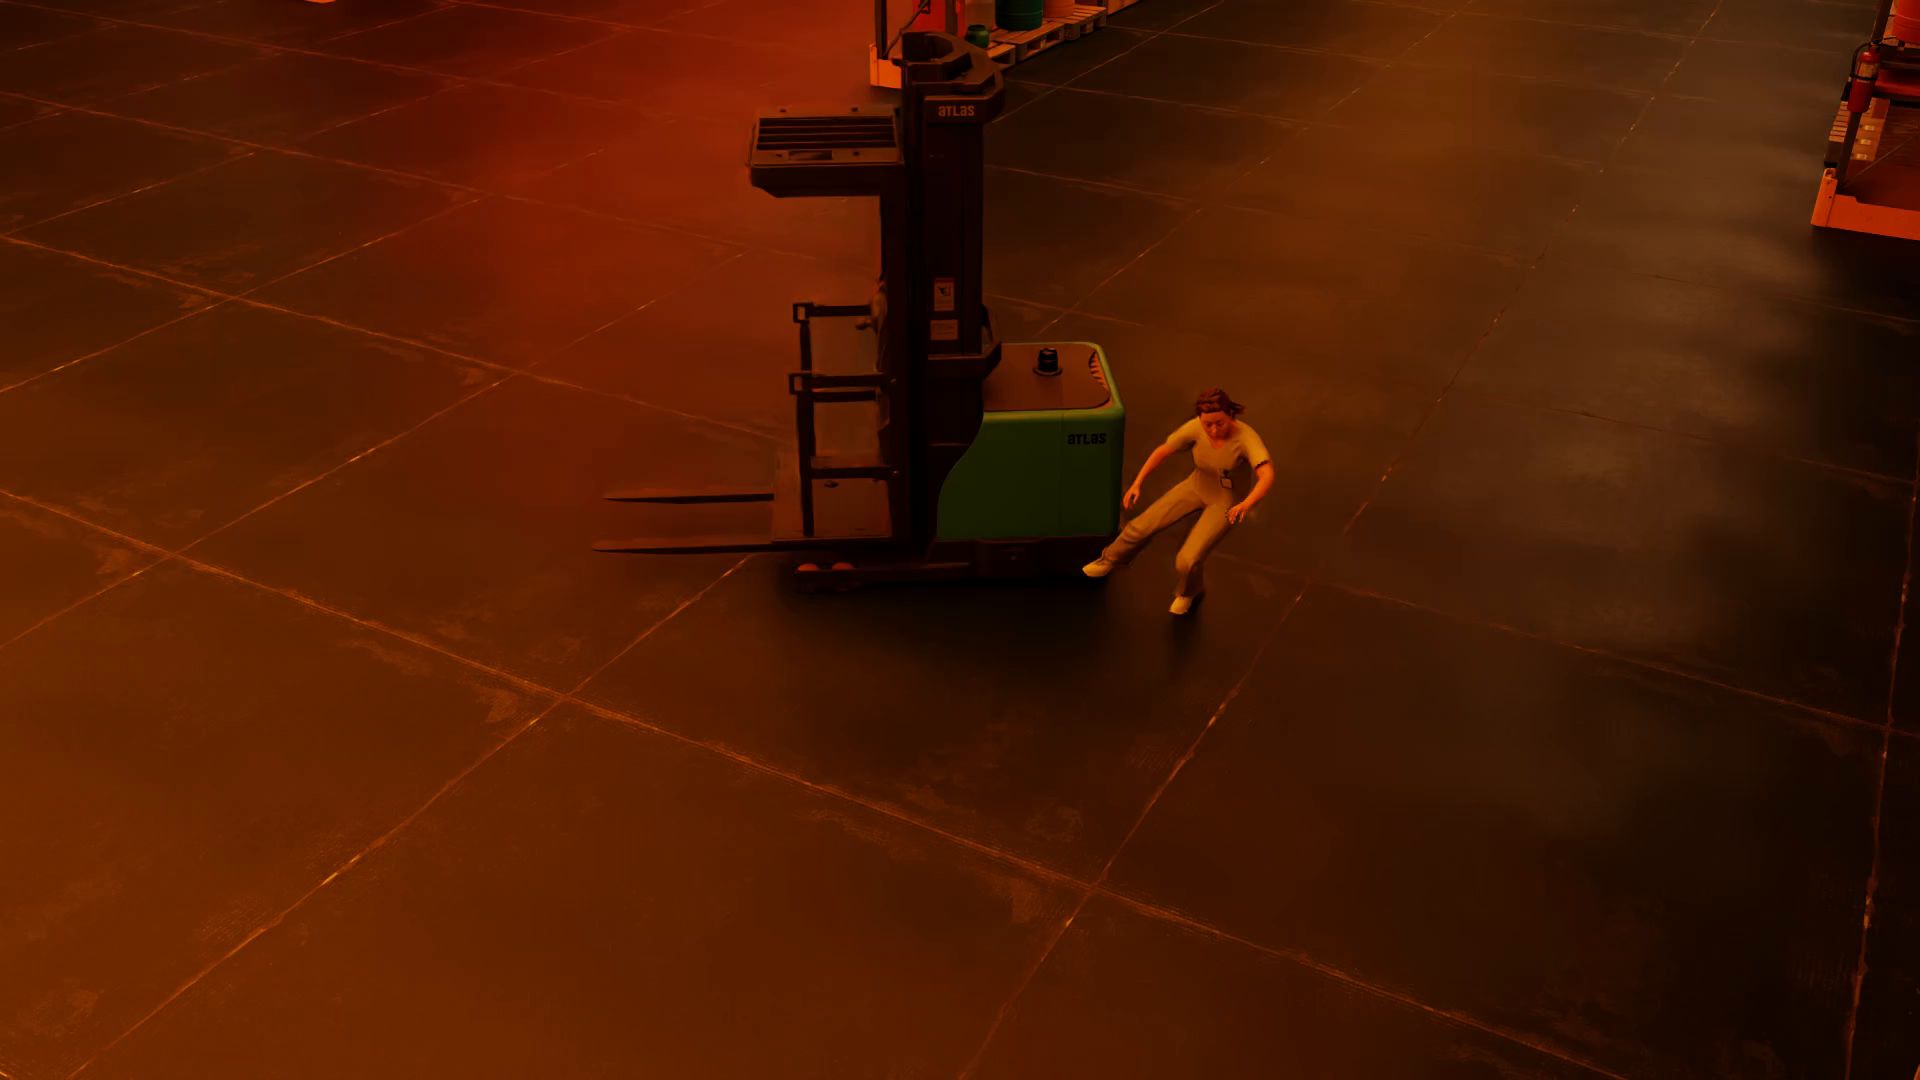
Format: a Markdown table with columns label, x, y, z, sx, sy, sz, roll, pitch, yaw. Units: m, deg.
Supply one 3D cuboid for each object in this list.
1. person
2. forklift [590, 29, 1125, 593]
| label | x | y | z | sx | sy | sz | roll | pitch | yaw |
| --- | --- | --- | --- | --- | --- | --- | --- | --- | --- |
| person | 1.156 | -0.181 | 8.913 | 1.123 | 1.433 | 0.824 | 18 | 35 | 29 |
| forklift | -0.616 | -1.241 | 9.220 | 3.031 | 2.935 | 1.130 | -2 | 30 | -3 |
